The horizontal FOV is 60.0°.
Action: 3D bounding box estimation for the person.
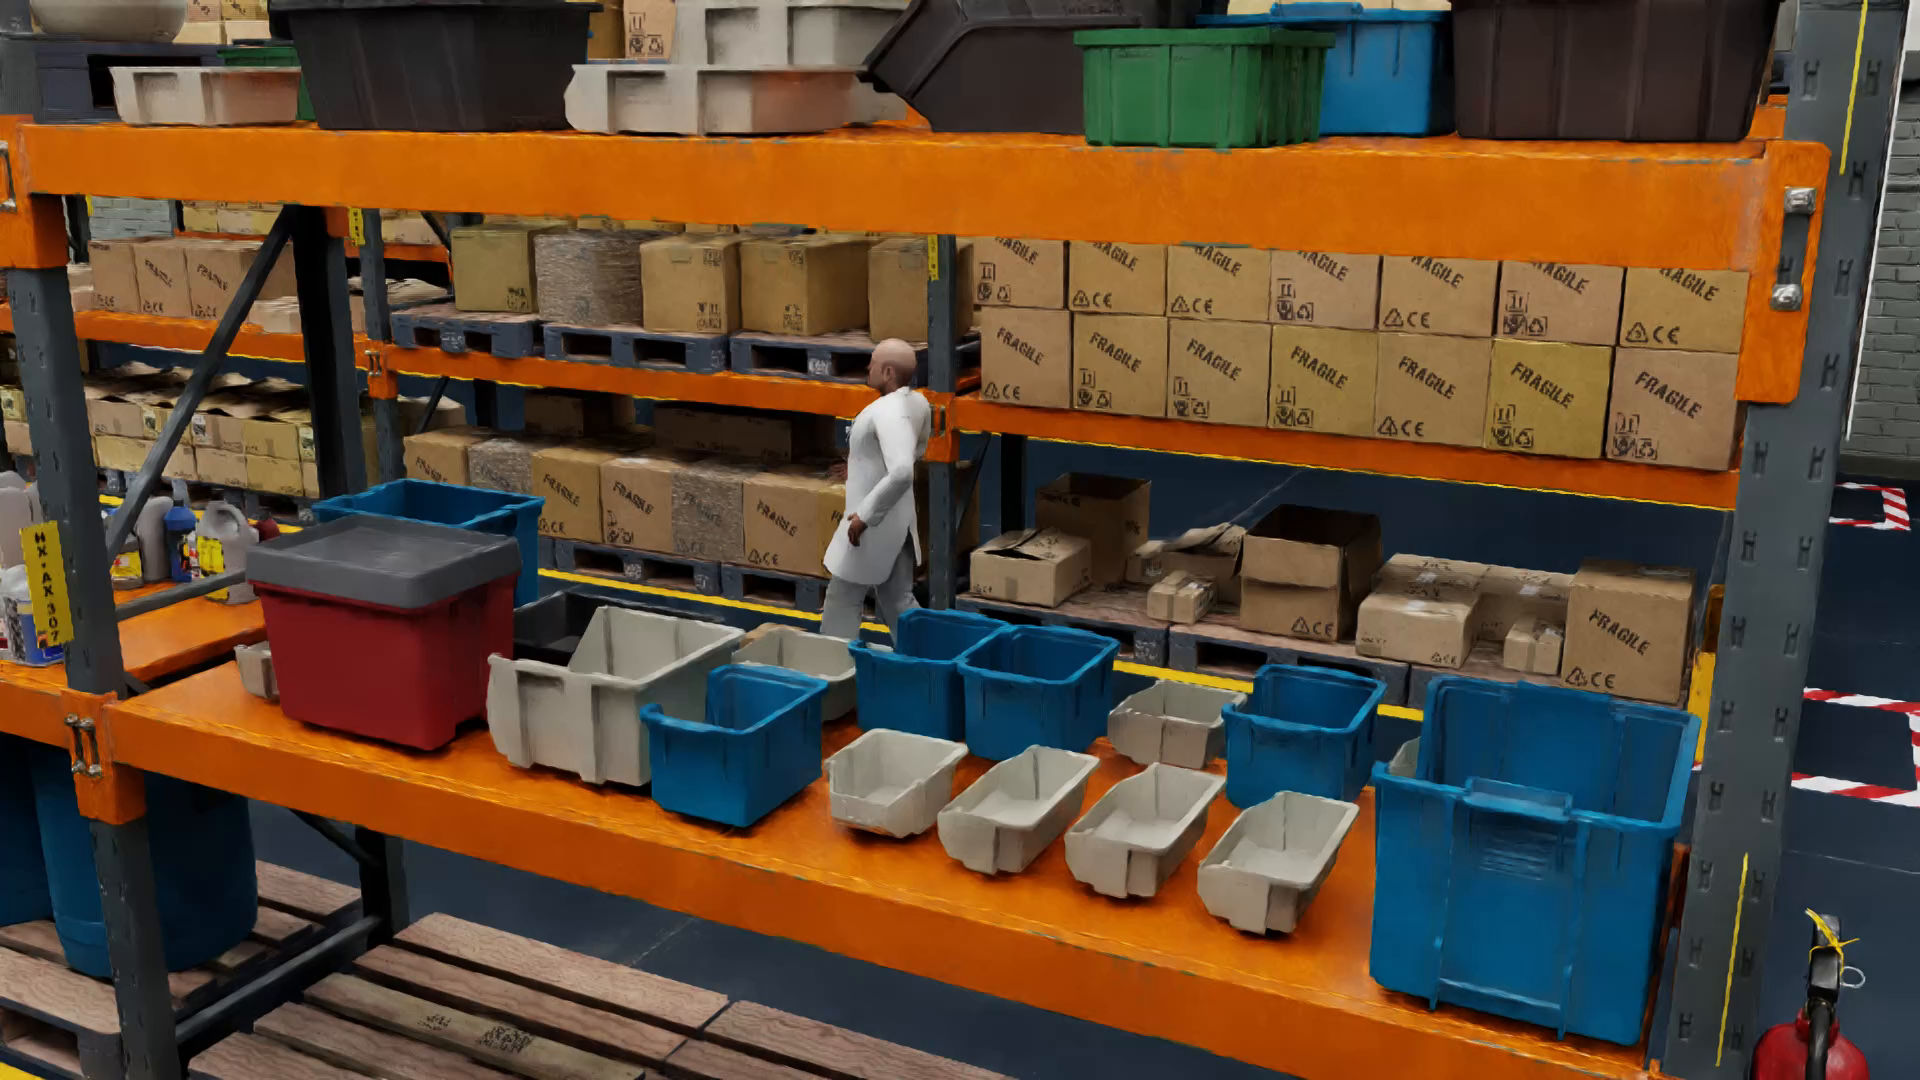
[{"bbox_3d":[-0.467,-0.061,7.800,0.787,1.791,0.760,5,16,16],"label":"person"}]
